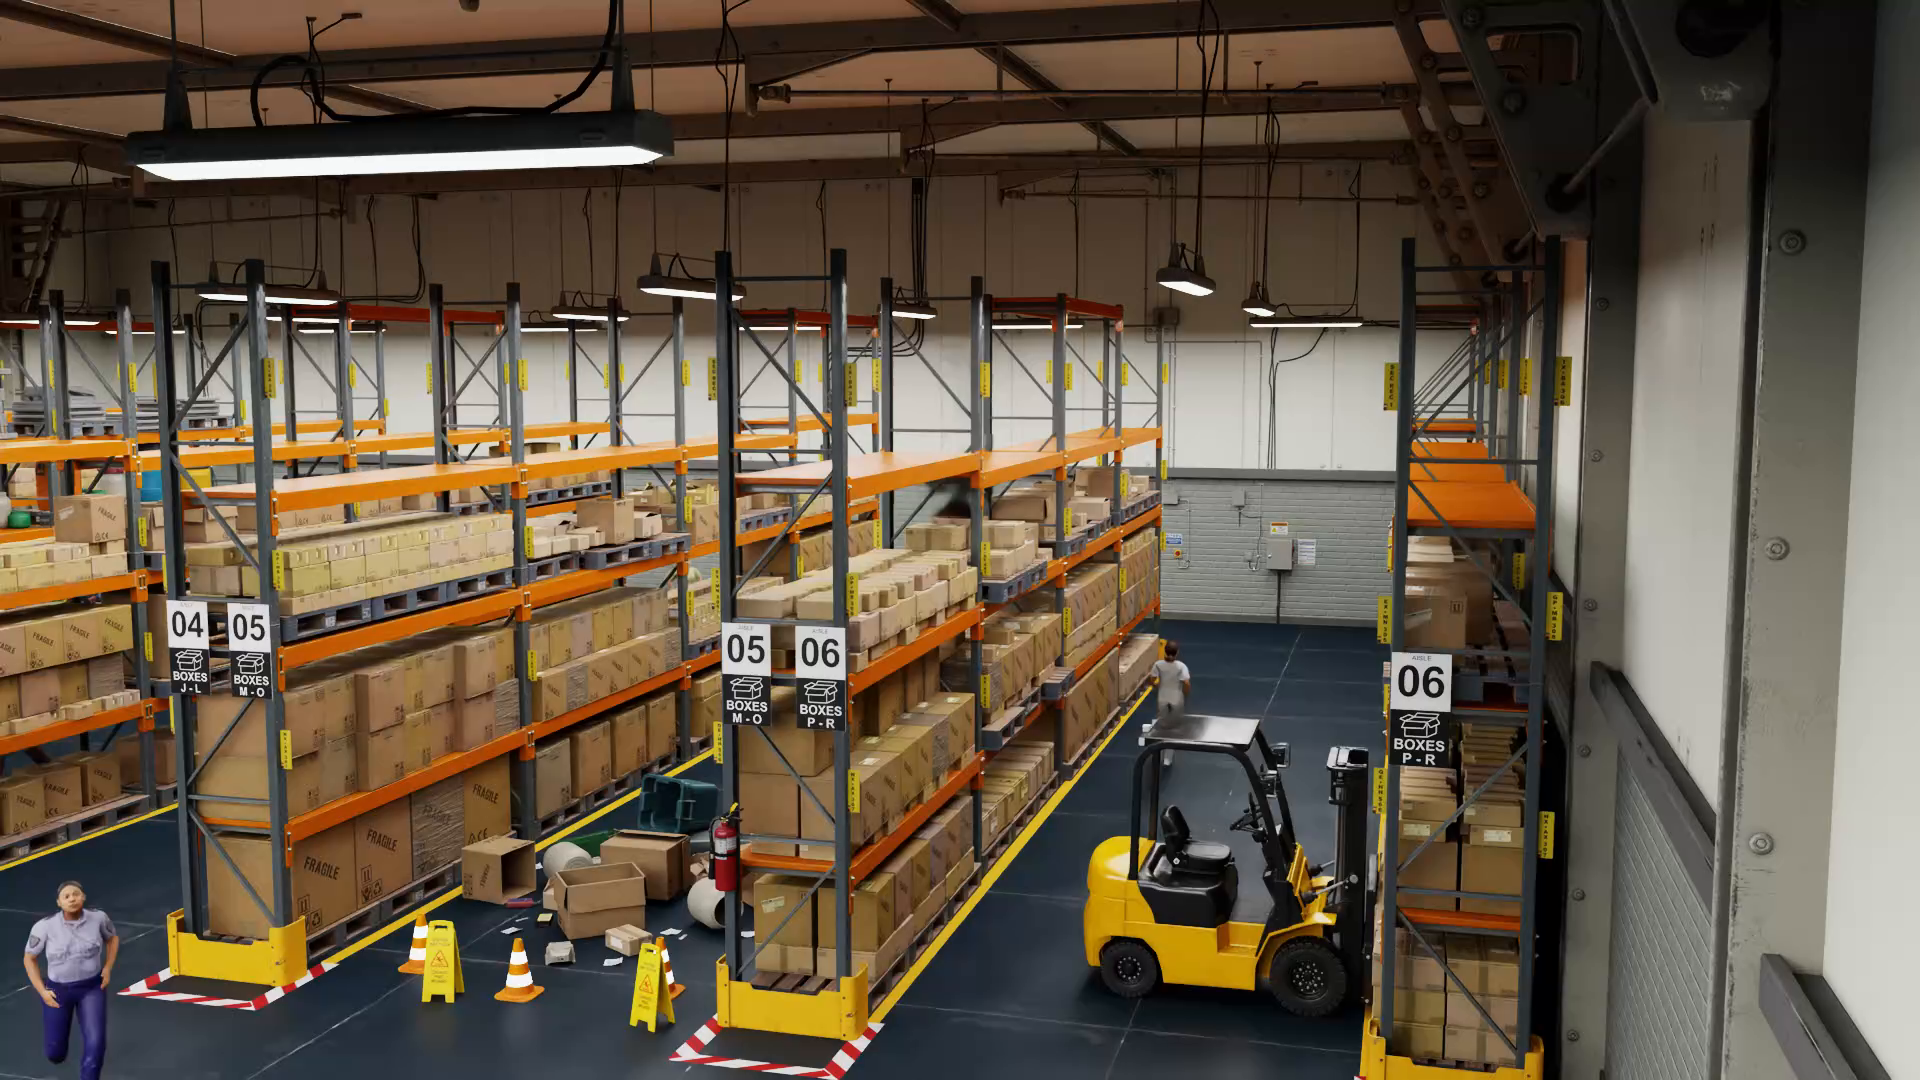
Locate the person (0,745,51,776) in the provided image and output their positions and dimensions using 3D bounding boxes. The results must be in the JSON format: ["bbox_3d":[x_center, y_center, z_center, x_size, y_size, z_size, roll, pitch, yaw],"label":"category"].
[{"bbox_3d":[-11.443,2.159,20.108,0.645,1.734,0.904,2,6,16],"label":"person"}]

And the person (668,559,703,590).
[{"bbox_3d":[-5.058,1.128,30.979,0.634,1.563,0.665,-5,8,-38],"label":"person"}]

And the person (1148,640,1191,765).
[{"bbox_3d":[2.701,2.106,21.394,0.548,1.604,0.558,2,6,19],"label":"person"}]

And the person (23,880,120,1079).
[{"bbox_3d":[-6.197,3.173,11.646,0.602,1.594,0.802,-4,7,-32],"label":"person"}]
